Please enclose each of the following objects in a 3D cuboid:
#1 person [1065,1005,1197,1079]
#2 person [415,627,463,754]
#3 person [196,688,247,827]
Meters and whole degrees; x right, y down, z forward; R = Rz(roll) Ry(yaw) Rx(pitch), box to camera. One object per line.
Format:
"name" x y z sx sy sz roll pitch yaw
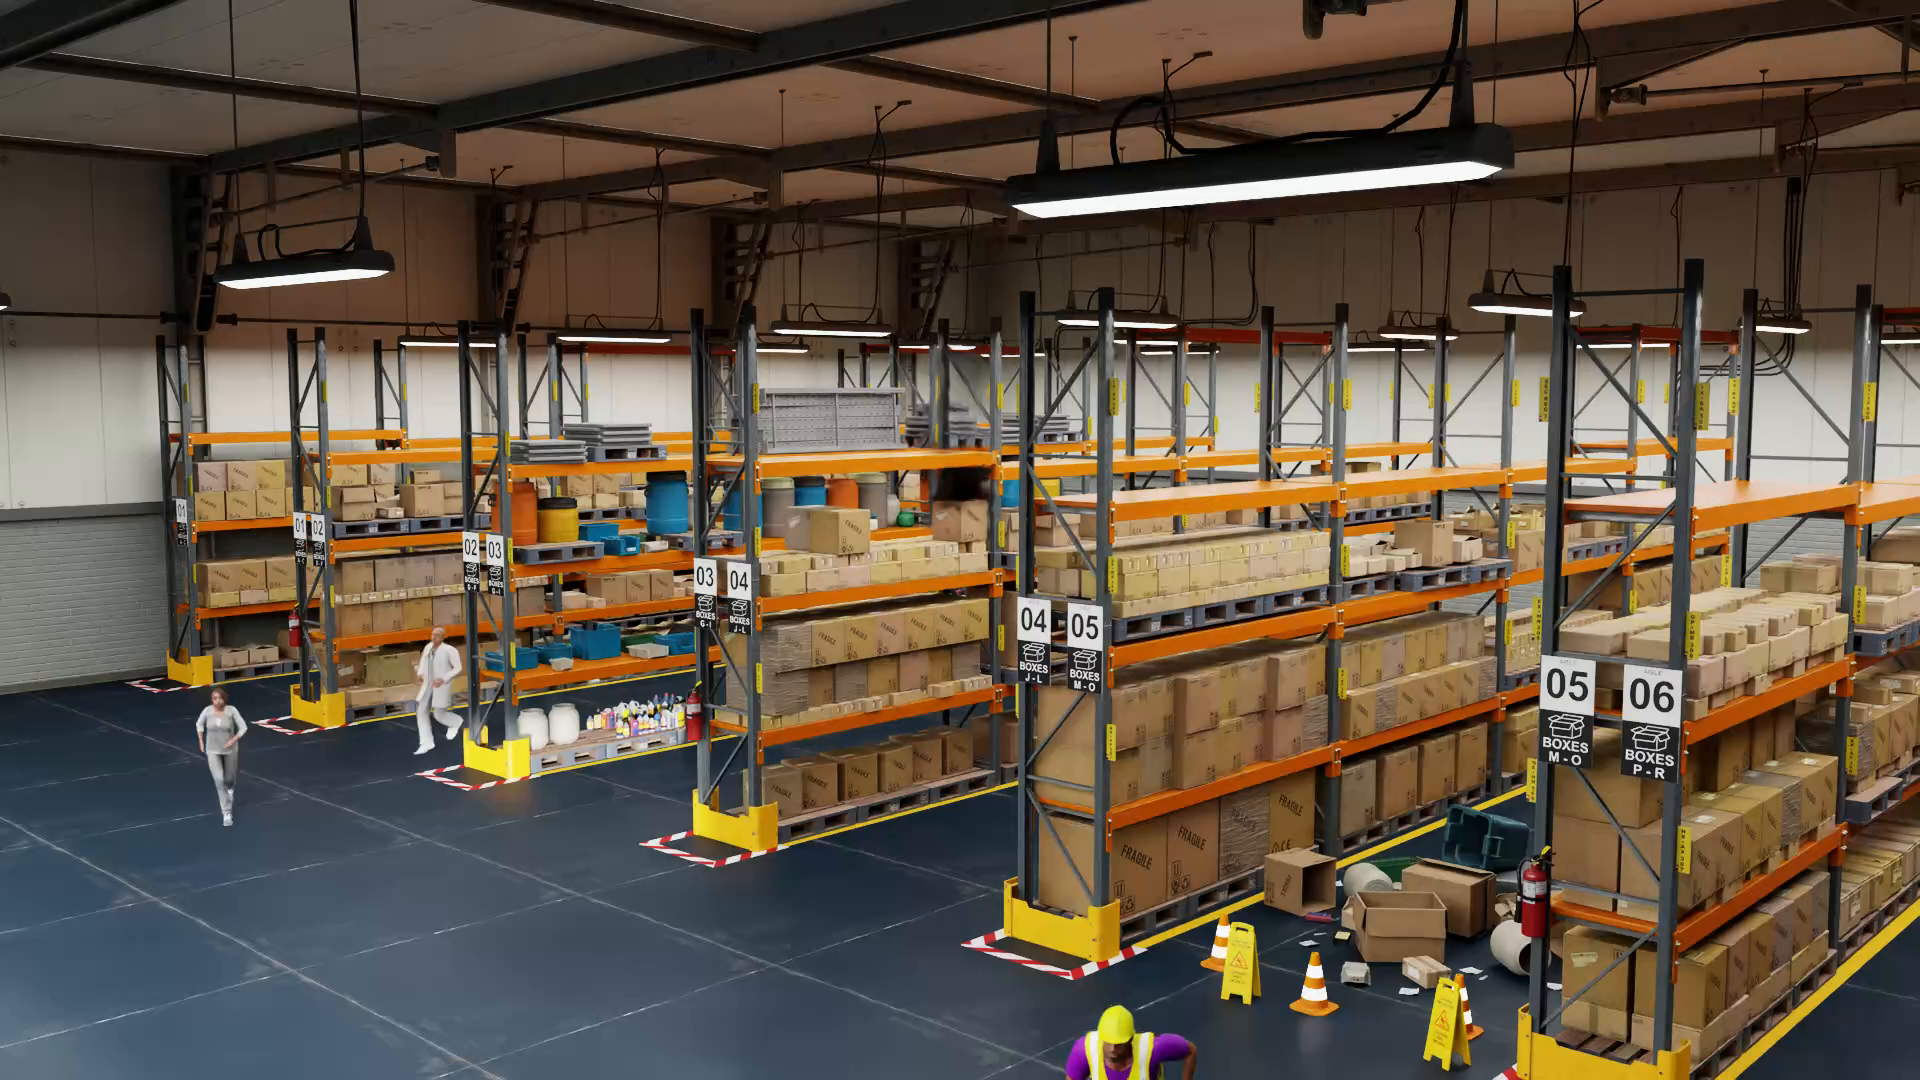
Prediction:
"person" 1.010 3.448 9.749 0.747 1.717 1.044 2 6 18
"person" -7.356 2.110 23.570 0.730 1.785 0.919 2 6 18
"person" -8.765 2.528 19.762 0.559 1.588 0.889 -2 6 -20
